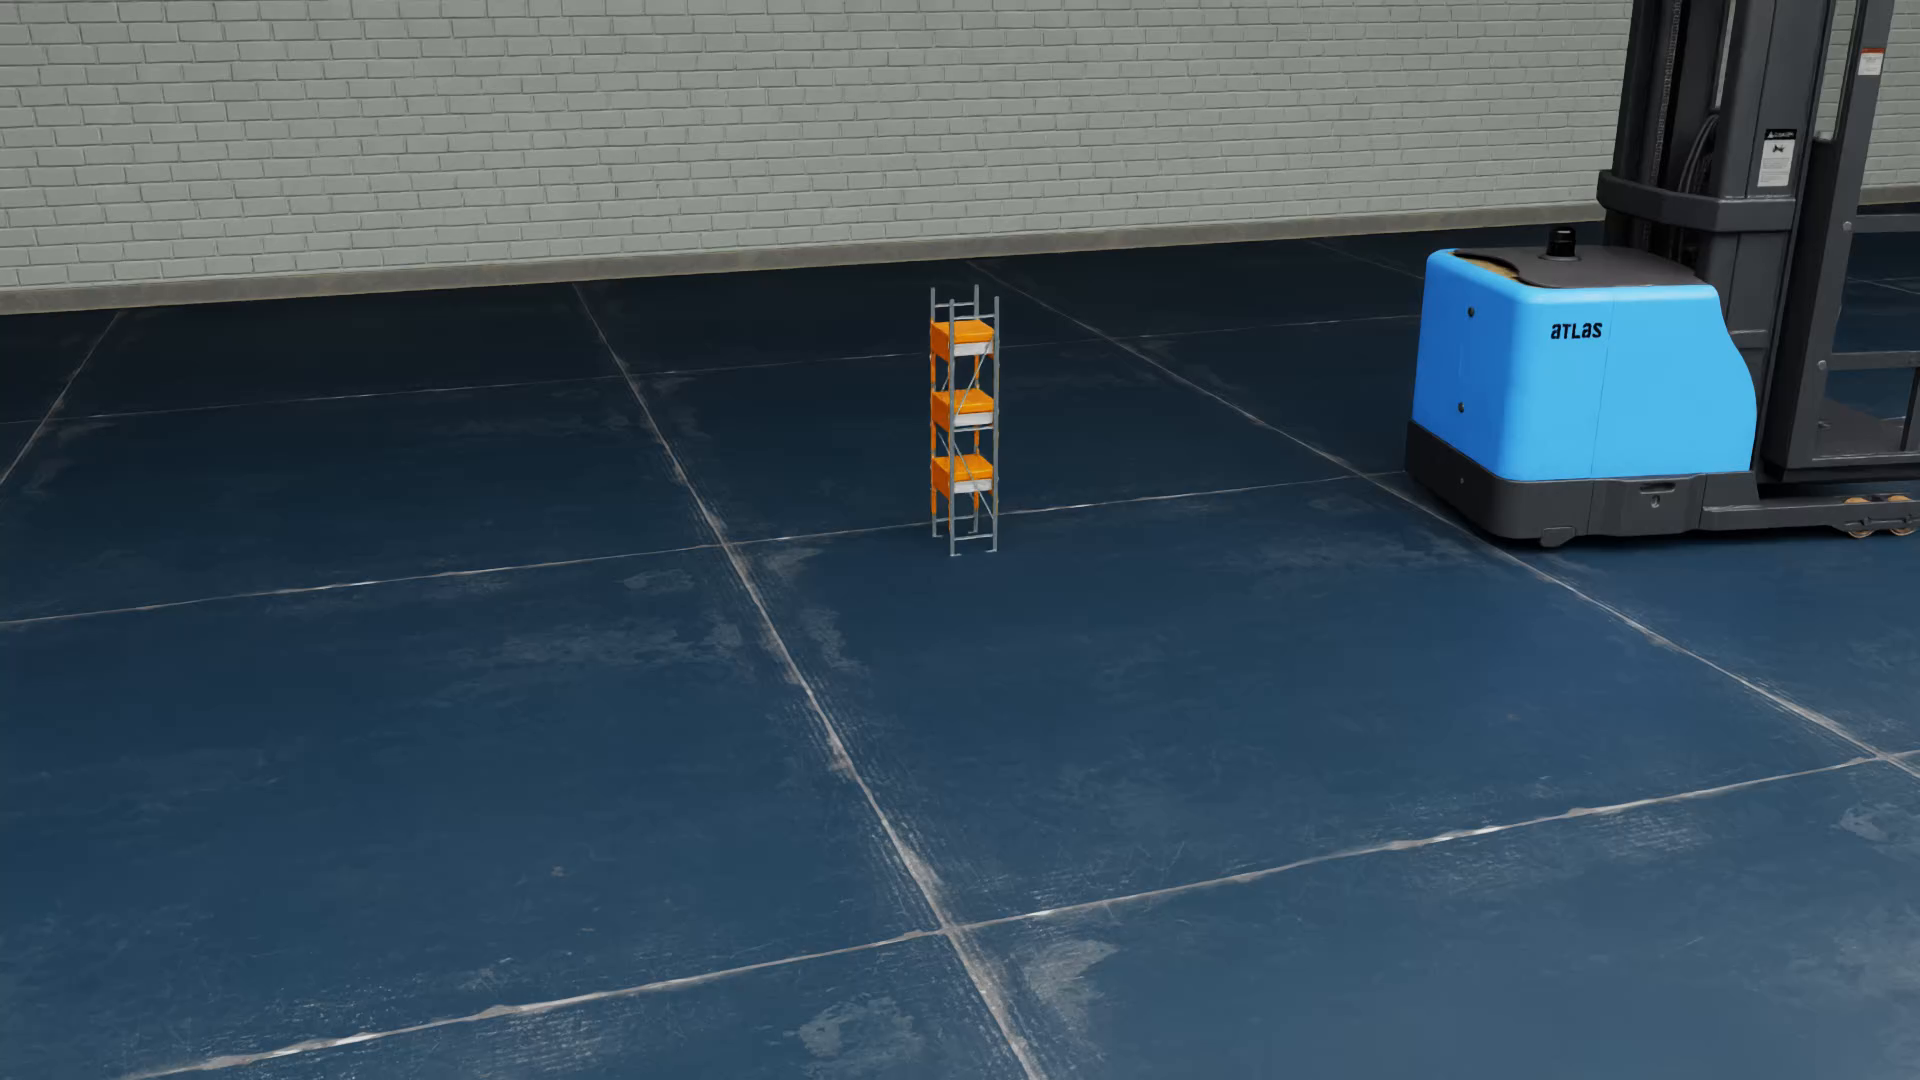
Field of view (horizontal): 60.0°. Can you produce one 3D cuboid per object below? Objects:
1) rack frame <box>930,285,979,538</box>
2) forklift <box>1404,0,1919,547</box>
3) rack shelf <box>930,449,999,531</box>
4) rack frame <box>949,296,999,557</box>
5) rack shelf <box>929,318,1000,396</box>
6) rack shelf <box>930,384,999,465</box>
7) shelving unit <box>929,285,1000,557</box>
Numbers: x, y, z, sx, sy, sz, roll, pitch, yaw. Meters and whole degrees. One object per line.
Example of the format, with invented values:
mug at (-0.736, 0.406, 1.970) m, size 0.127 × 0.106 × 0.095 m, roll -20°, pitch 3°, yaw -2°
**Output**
rack frame at (-0.022, -0.516, 6.800) m, size 0.200 × 1.050 × 0.008 m, roll -6°, pitch 21°, yaw -17°
forklift at (3.590, -1.562, 6.930) m, size 3.031 × 2.935 × 1.130 m, roll -3°, pitch 20°, yaw -8°
rack shelf at (0.017, -0.205, 6.789) m, size 0.215 × 0.259 × 0.240 m, roll -6°, pitch 21°, yaw -17°
rack frame at (0.055, -0.438, 6.582) m, size 0.200 × 1.050 × 0.008 m, roll -6°, pitch 21°, yaw -17°
rack shelf at (0.017, -0.734, 6.599) m, size 0.215 × 0.259 × 0.240 m, roll -6°, pitch 21°, yaw -17°
rack shelf at (0.017, -0.467, 6.695) m, size 0.215 × 0.259 × 0.240 m, roll -6°, pitch 21°, yaw -17°
shelving unit at (0.017, -0.477, 6.691) m, size 0.215 × 1.050 × 0.252 m, roll -6°, pitch 21°, yaw -17°
